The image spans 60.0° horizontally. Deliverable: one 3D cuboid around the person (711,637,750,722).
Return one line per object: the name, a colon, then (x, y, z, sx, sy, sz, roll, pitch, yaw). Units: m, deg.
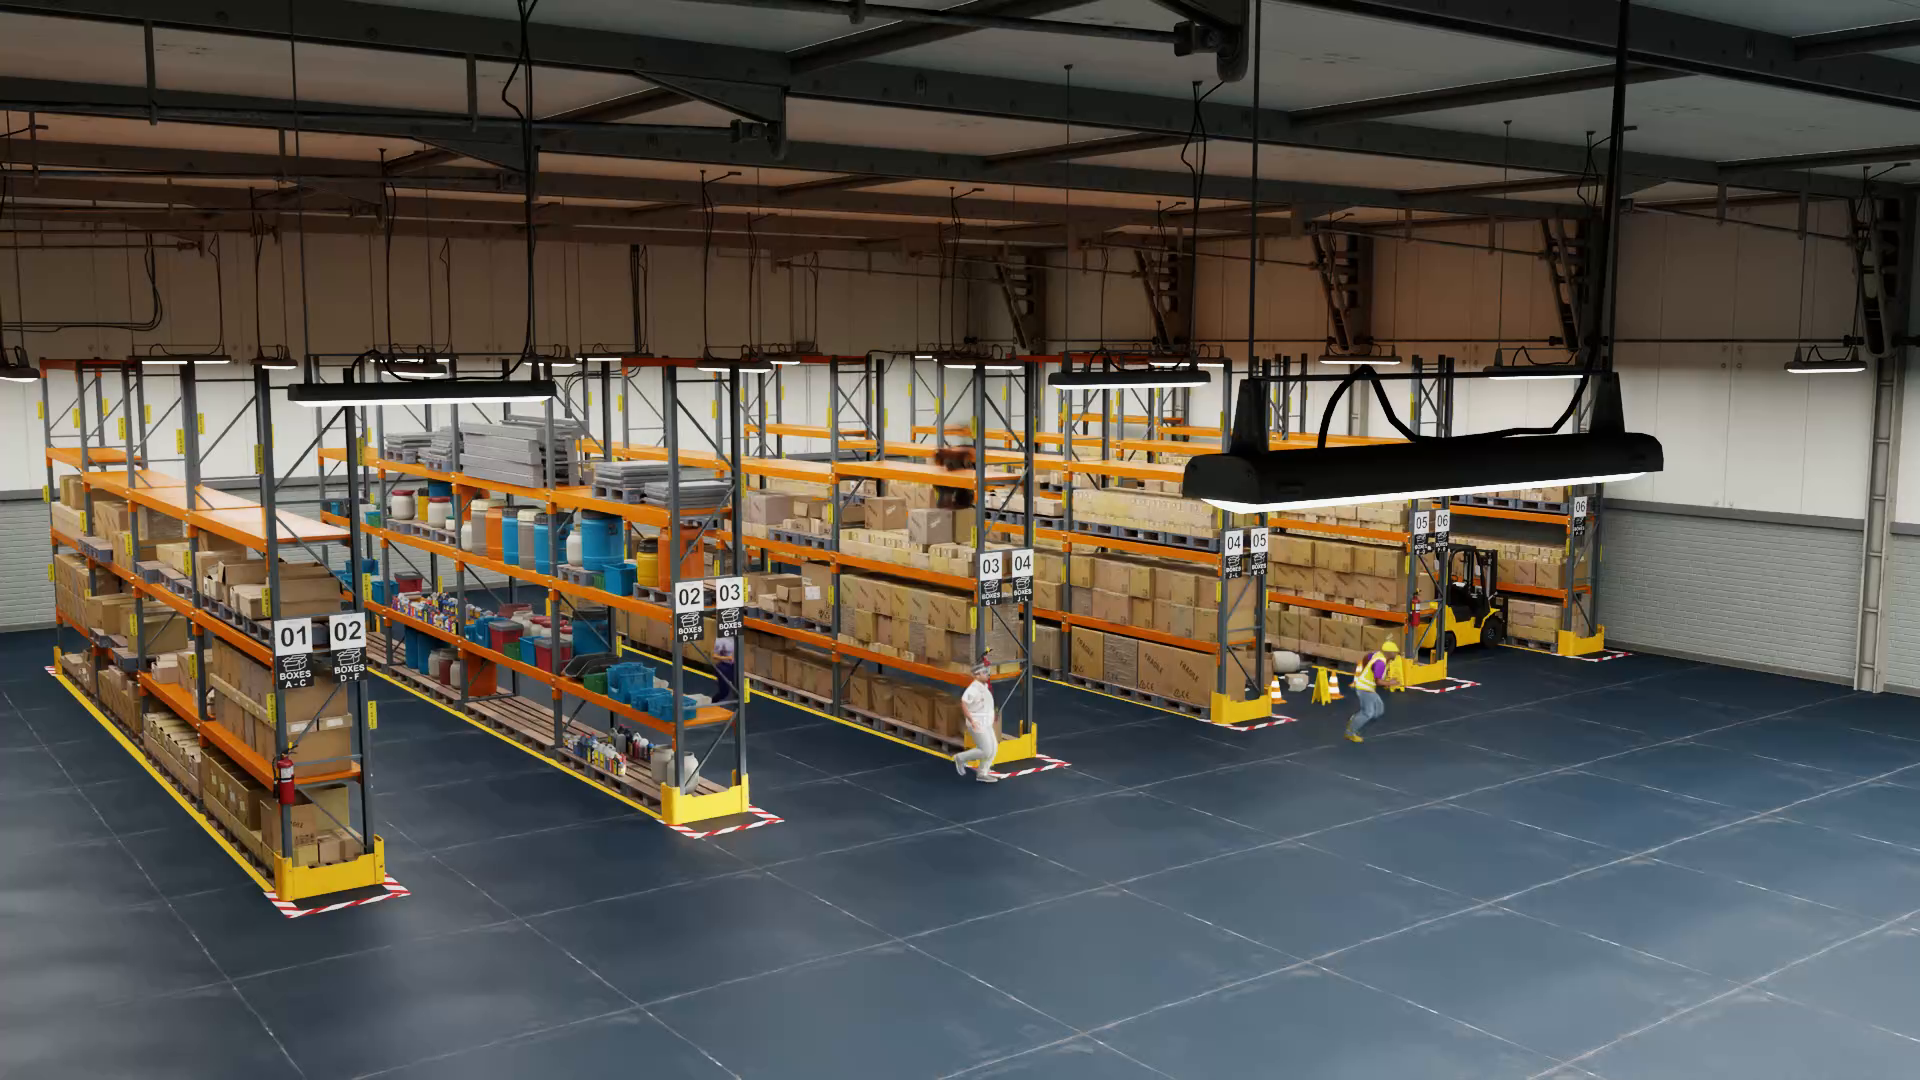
person: (-3.841, 2.172, 27.696, 0.612, 1.634, 0.894, -7, 9, -43)

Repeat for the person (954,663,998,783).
person: (0.254, 2.610, 23.901, 0.624, 1.723, 0.694, 2, 7, 18)

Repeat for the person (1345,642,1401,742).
person: (6.540, 2.384, 26.304, 0.851, 1.602, 0.726, 2, 7, 14)
